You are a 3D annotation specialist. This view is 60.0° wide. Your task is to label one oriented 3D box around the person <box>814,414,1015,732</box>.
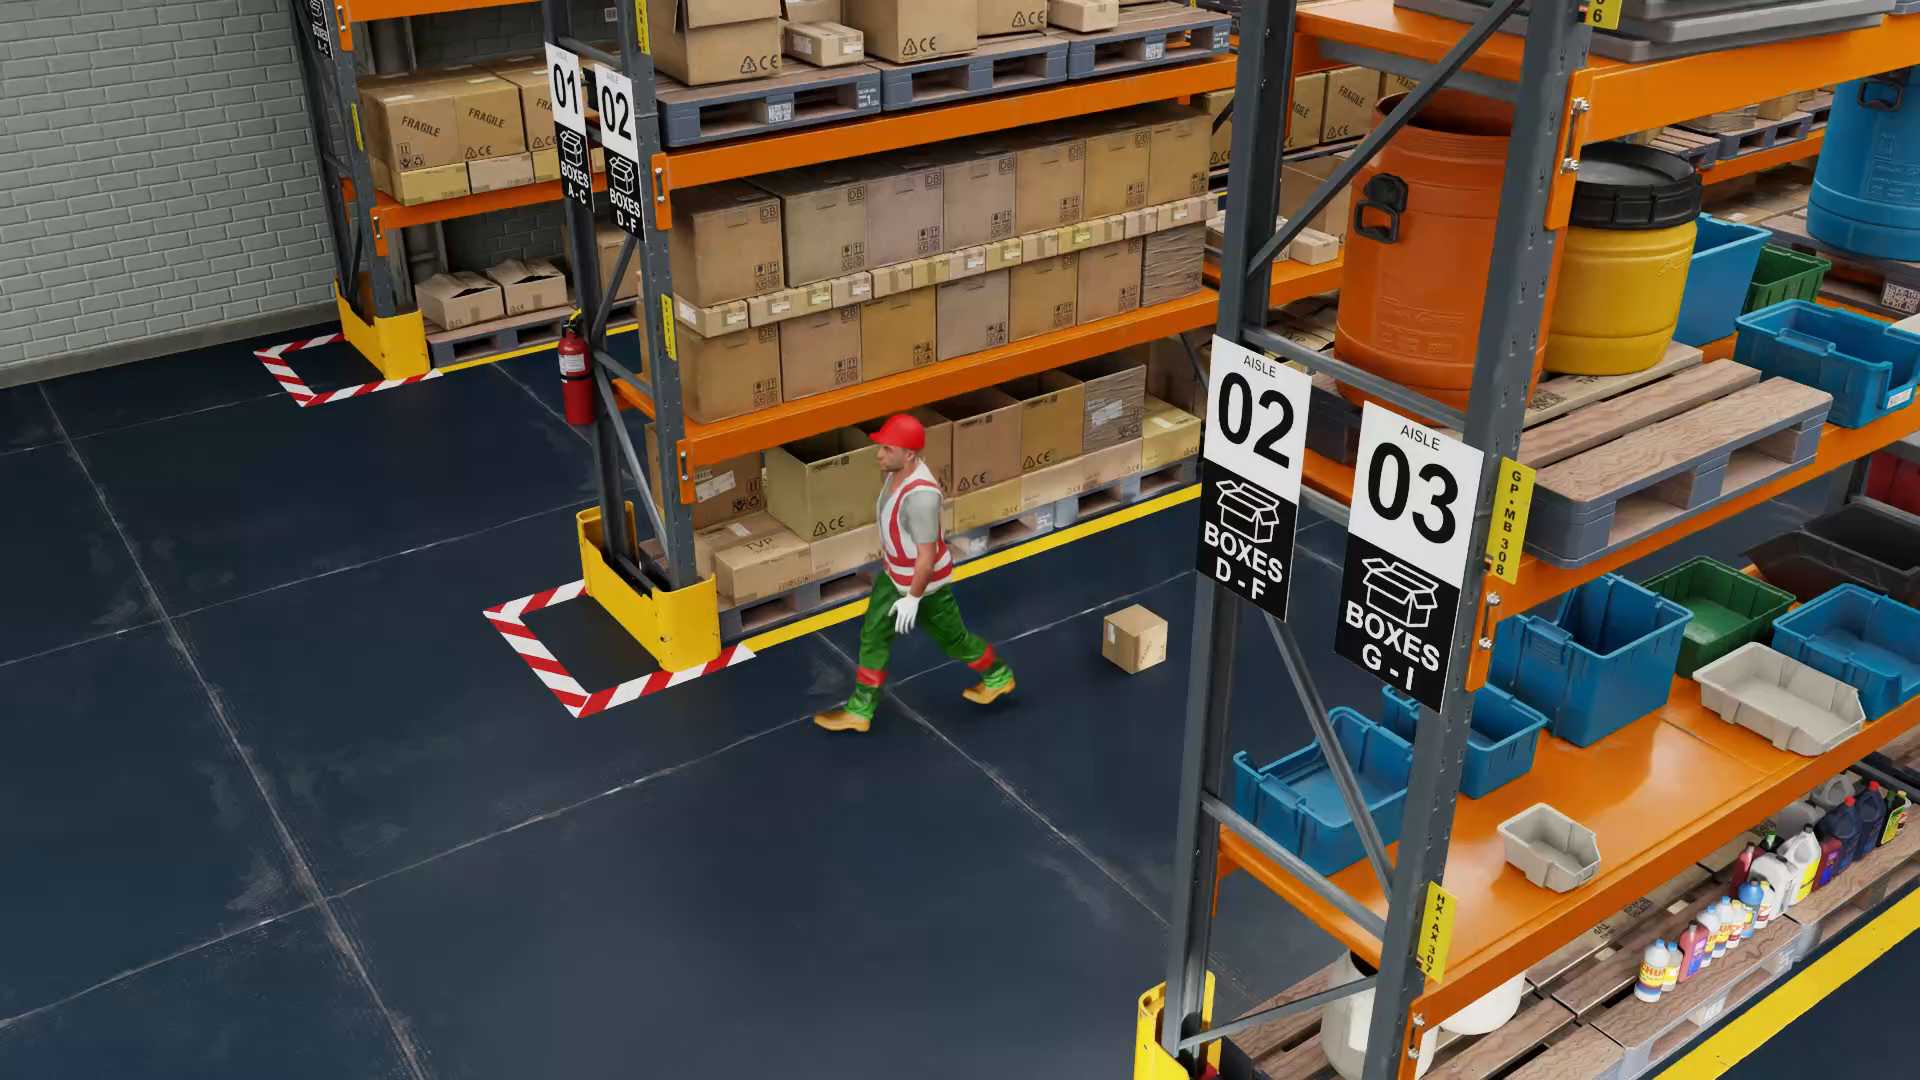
[{"bbox_3d":[-0.217,0.178,8.294,1.082,1.742,0.575,-12,31,-21],"label":"person"}]
